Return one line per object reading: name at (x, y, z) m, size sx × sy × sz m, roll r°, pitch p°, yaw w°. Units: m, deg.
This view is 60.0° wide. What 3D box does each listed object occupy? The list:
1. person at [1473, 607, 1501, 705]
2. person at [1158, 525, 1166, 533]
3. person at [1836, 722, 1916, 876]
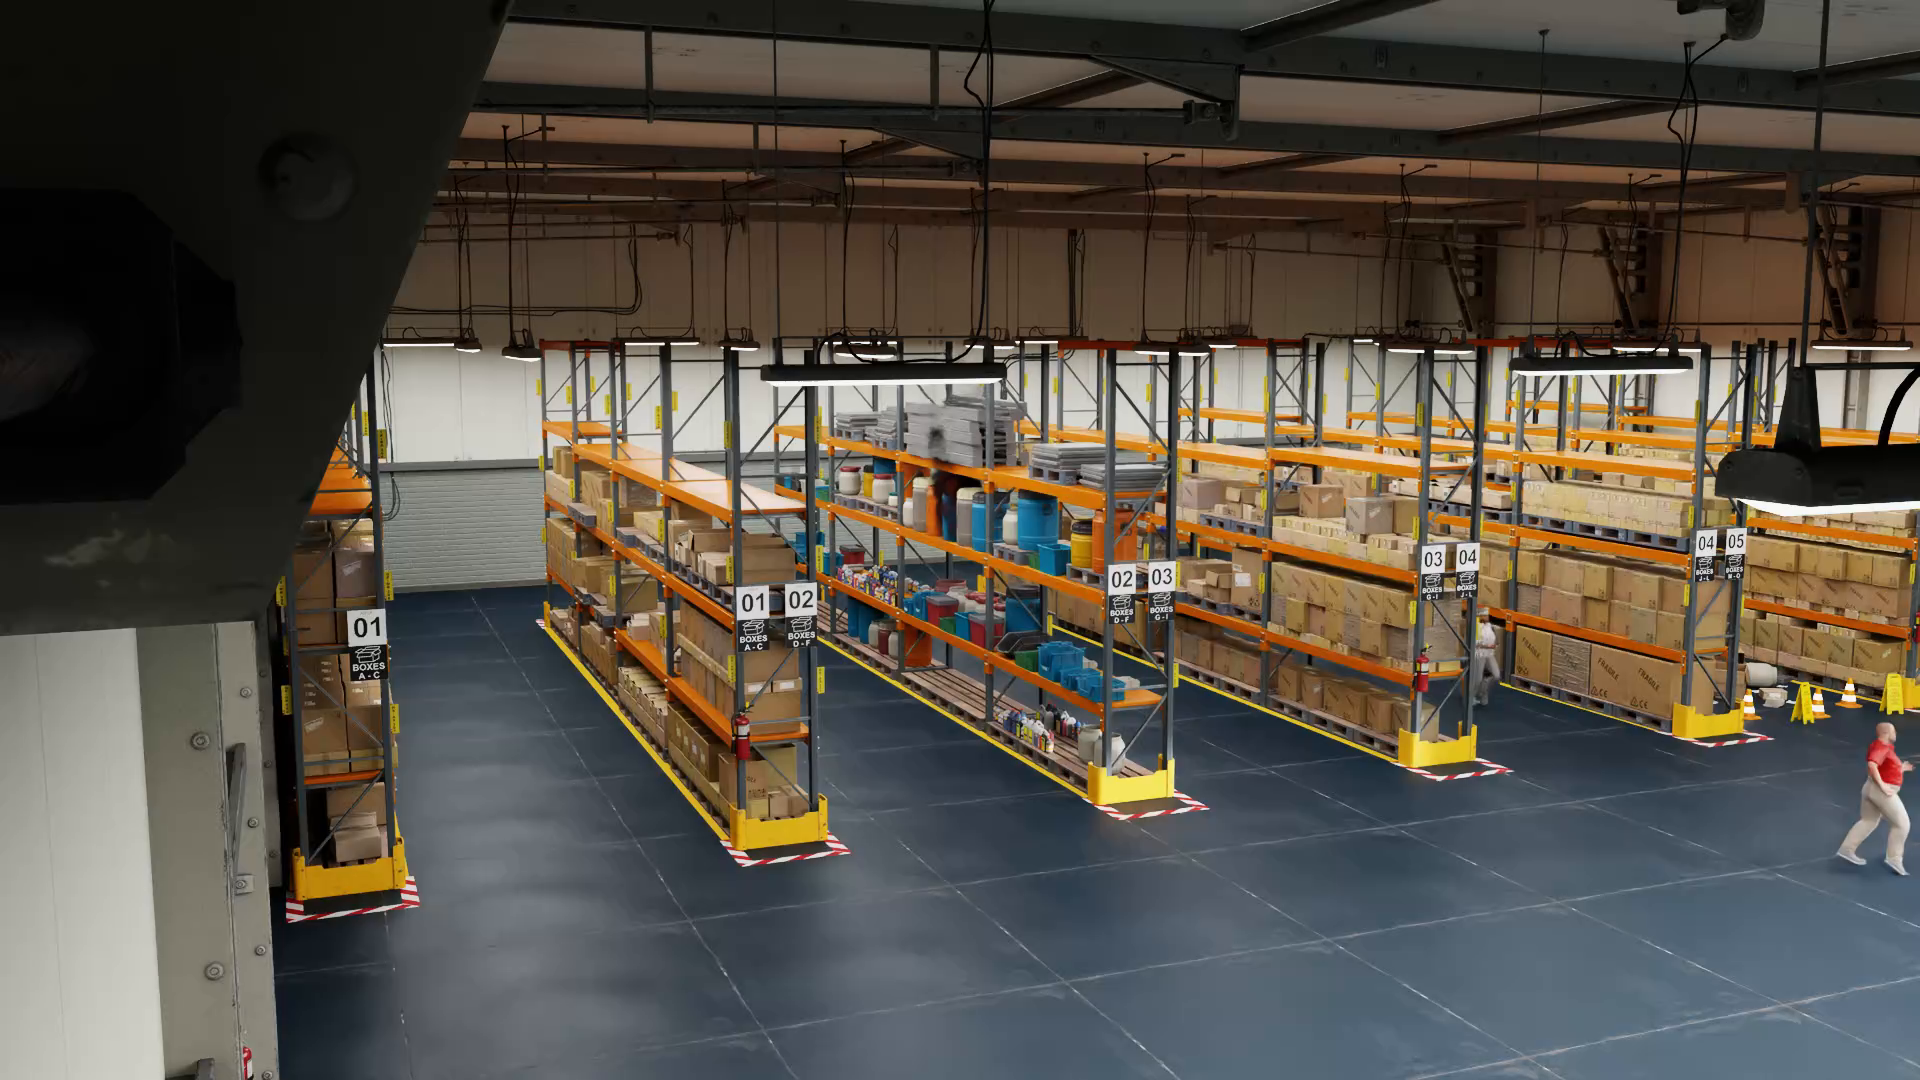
person at (8.684, 1.922, 27.504) m, size 0.549 × 1.671 × 0.649 m, roll -4°, pitch 8°, yaw -26°
person at (4.966, 0.126, 41.669) m, size 0.513 × 1.573 × 0.689 m, roll 0°, pitch 7°, yaw -3°
person at (10.646, 2.996, 19.263) m, size 0.813 × 1.803 × 0.642 m, roll 1°, pitch 7°, yaw 5°
